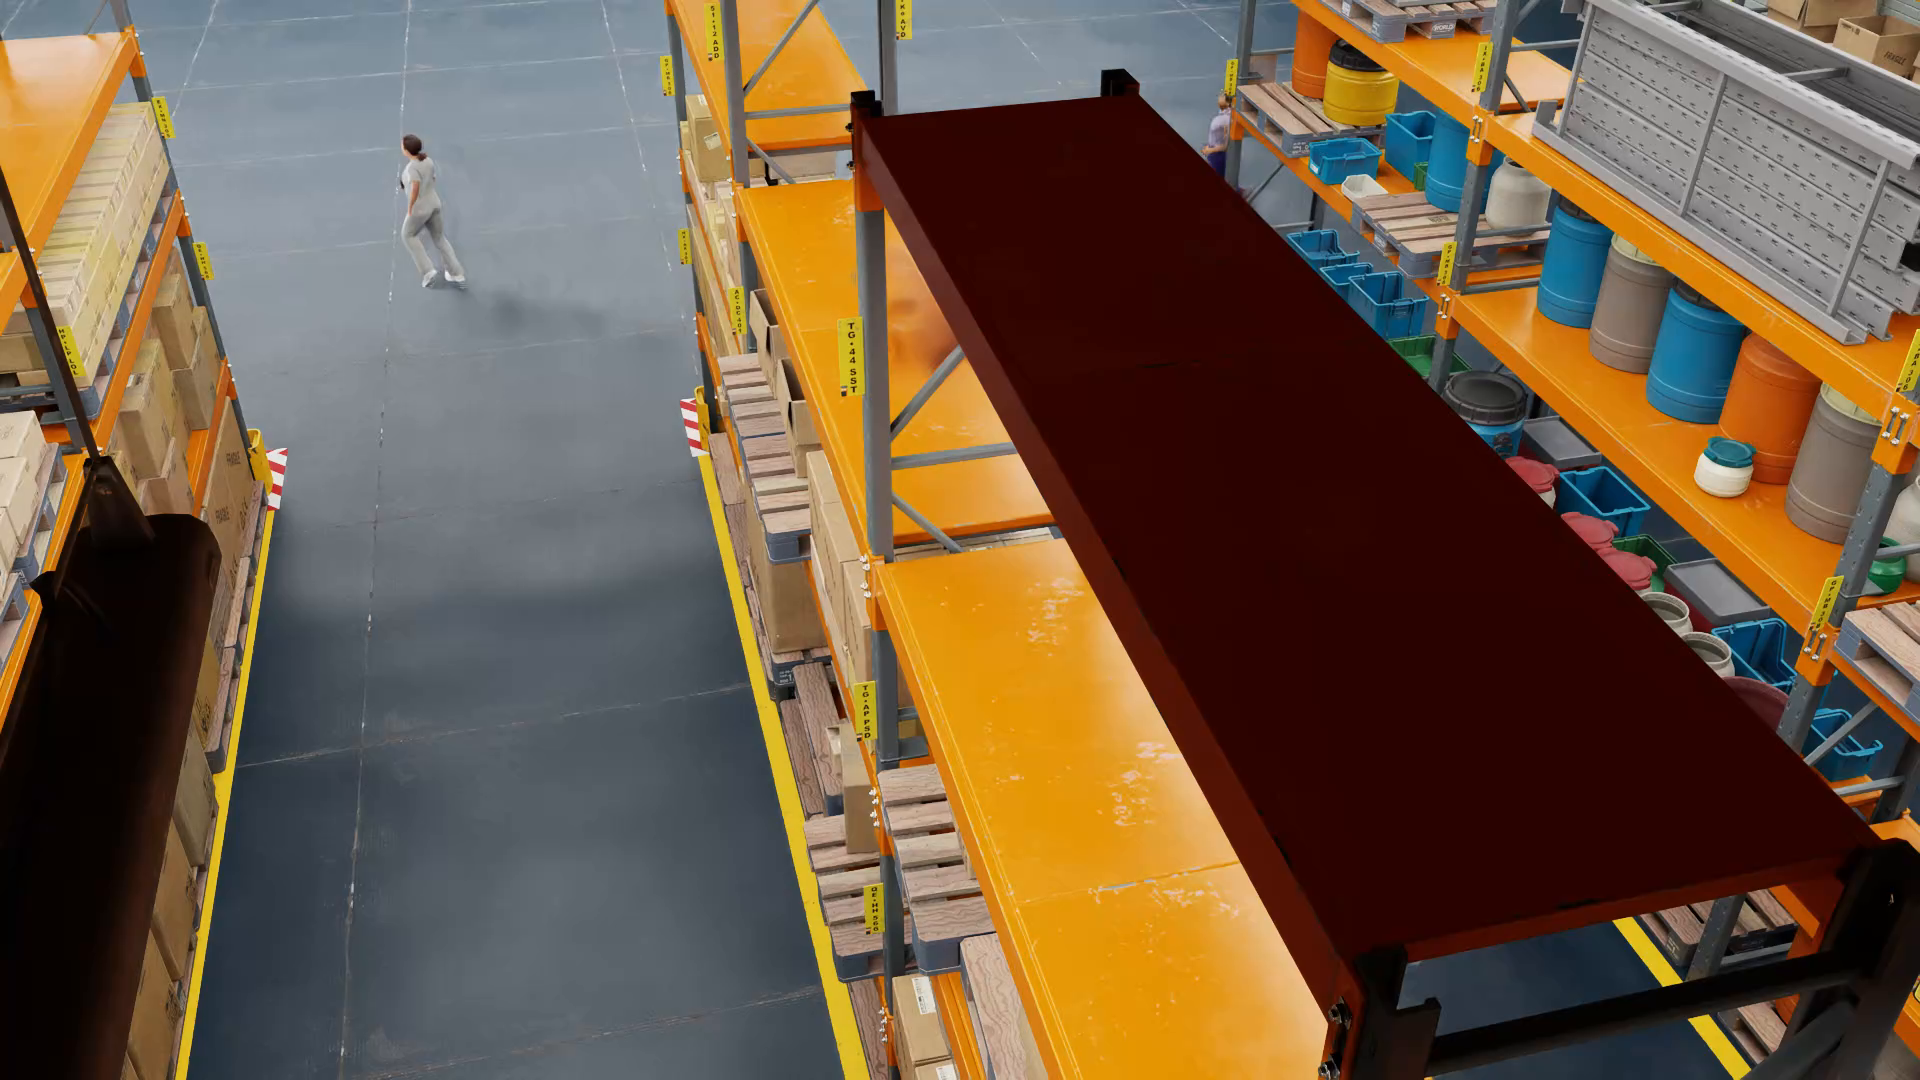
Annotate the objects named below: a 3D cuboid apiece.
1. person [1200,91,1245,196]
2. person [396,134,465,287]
[{"bbox_3d":[3.034,-4.395,19.128,0.550,1.593,0.615,6,35,9],"label":"person"},{"bbox_3d":[-5.719,-3.479,17.727,0.712,1.716,0.580,15,37,21],"label":"person"}]
